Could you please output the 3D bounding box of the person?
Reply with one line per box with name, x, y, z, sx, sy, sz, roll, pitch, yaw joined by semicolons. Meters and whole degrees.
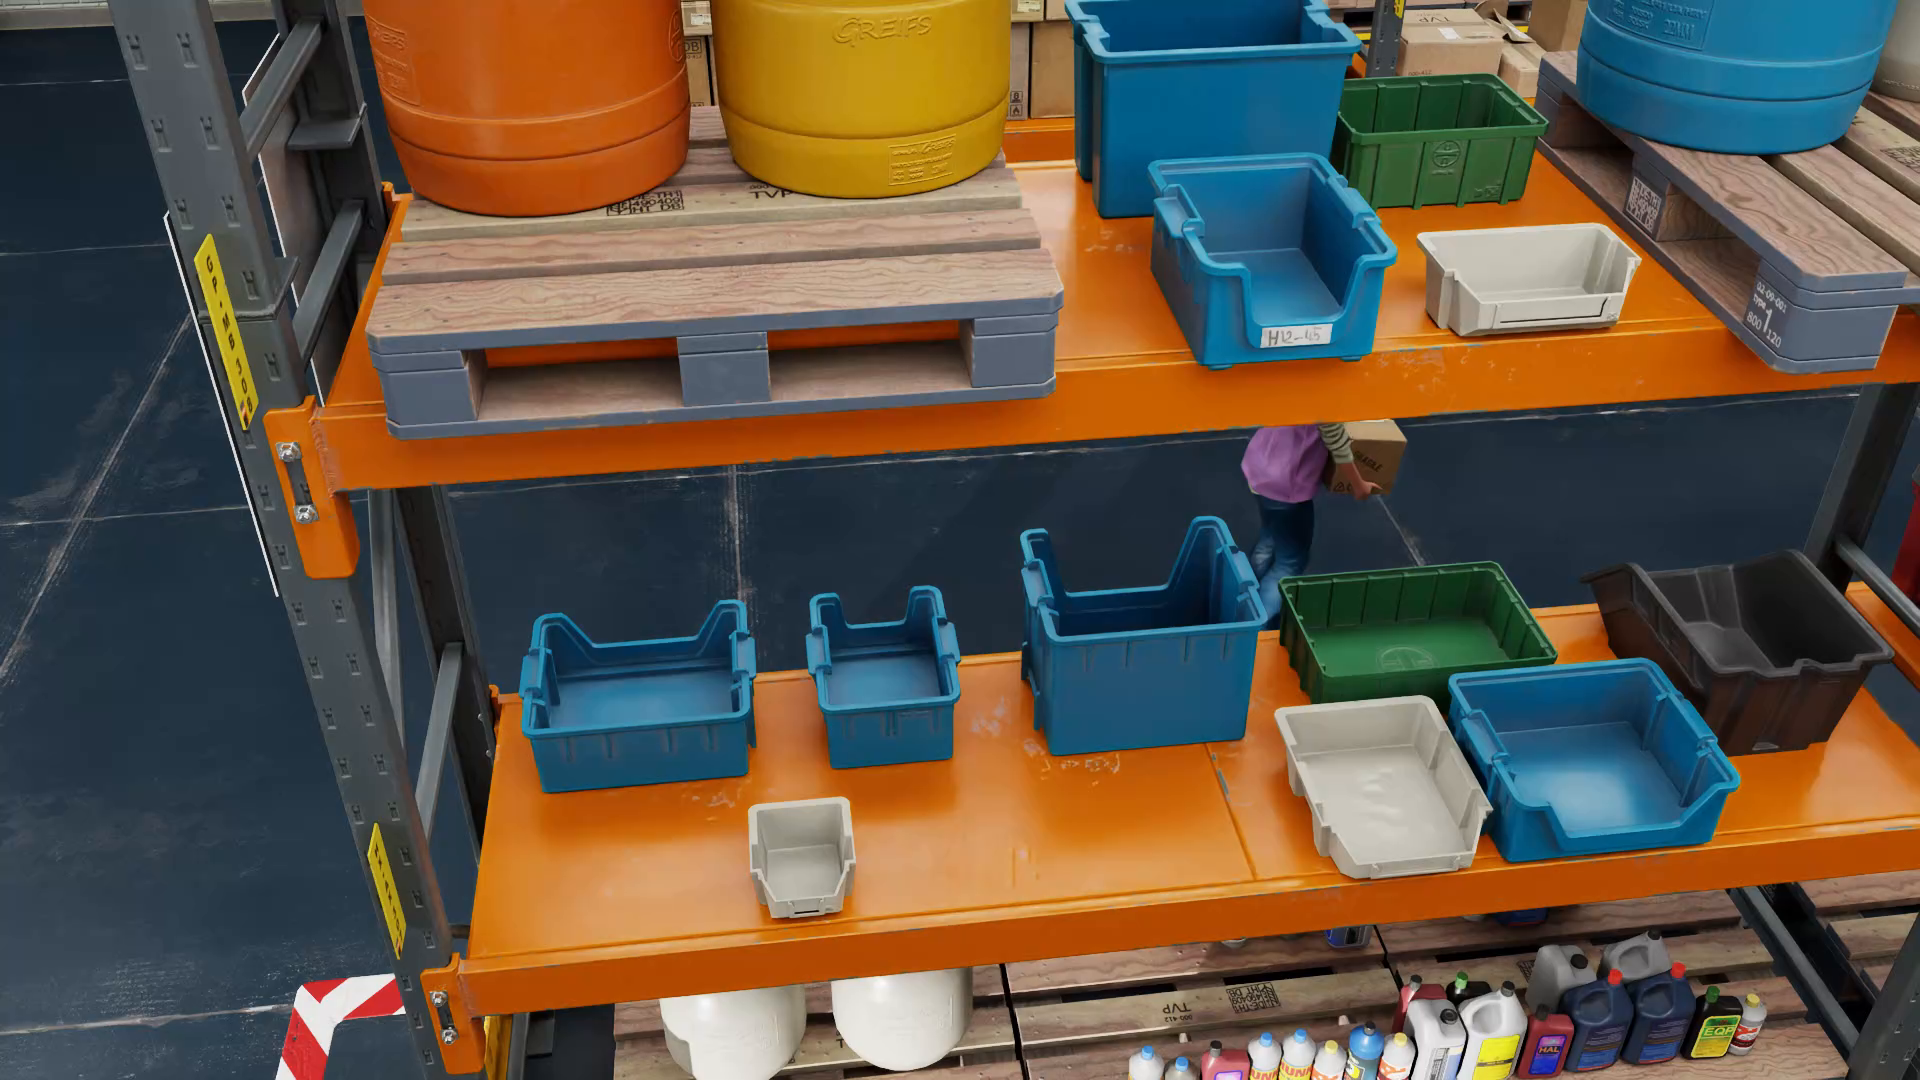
person;1.352;-0.234;6.490;0.508;1.598;0.375;-5;36;-7
